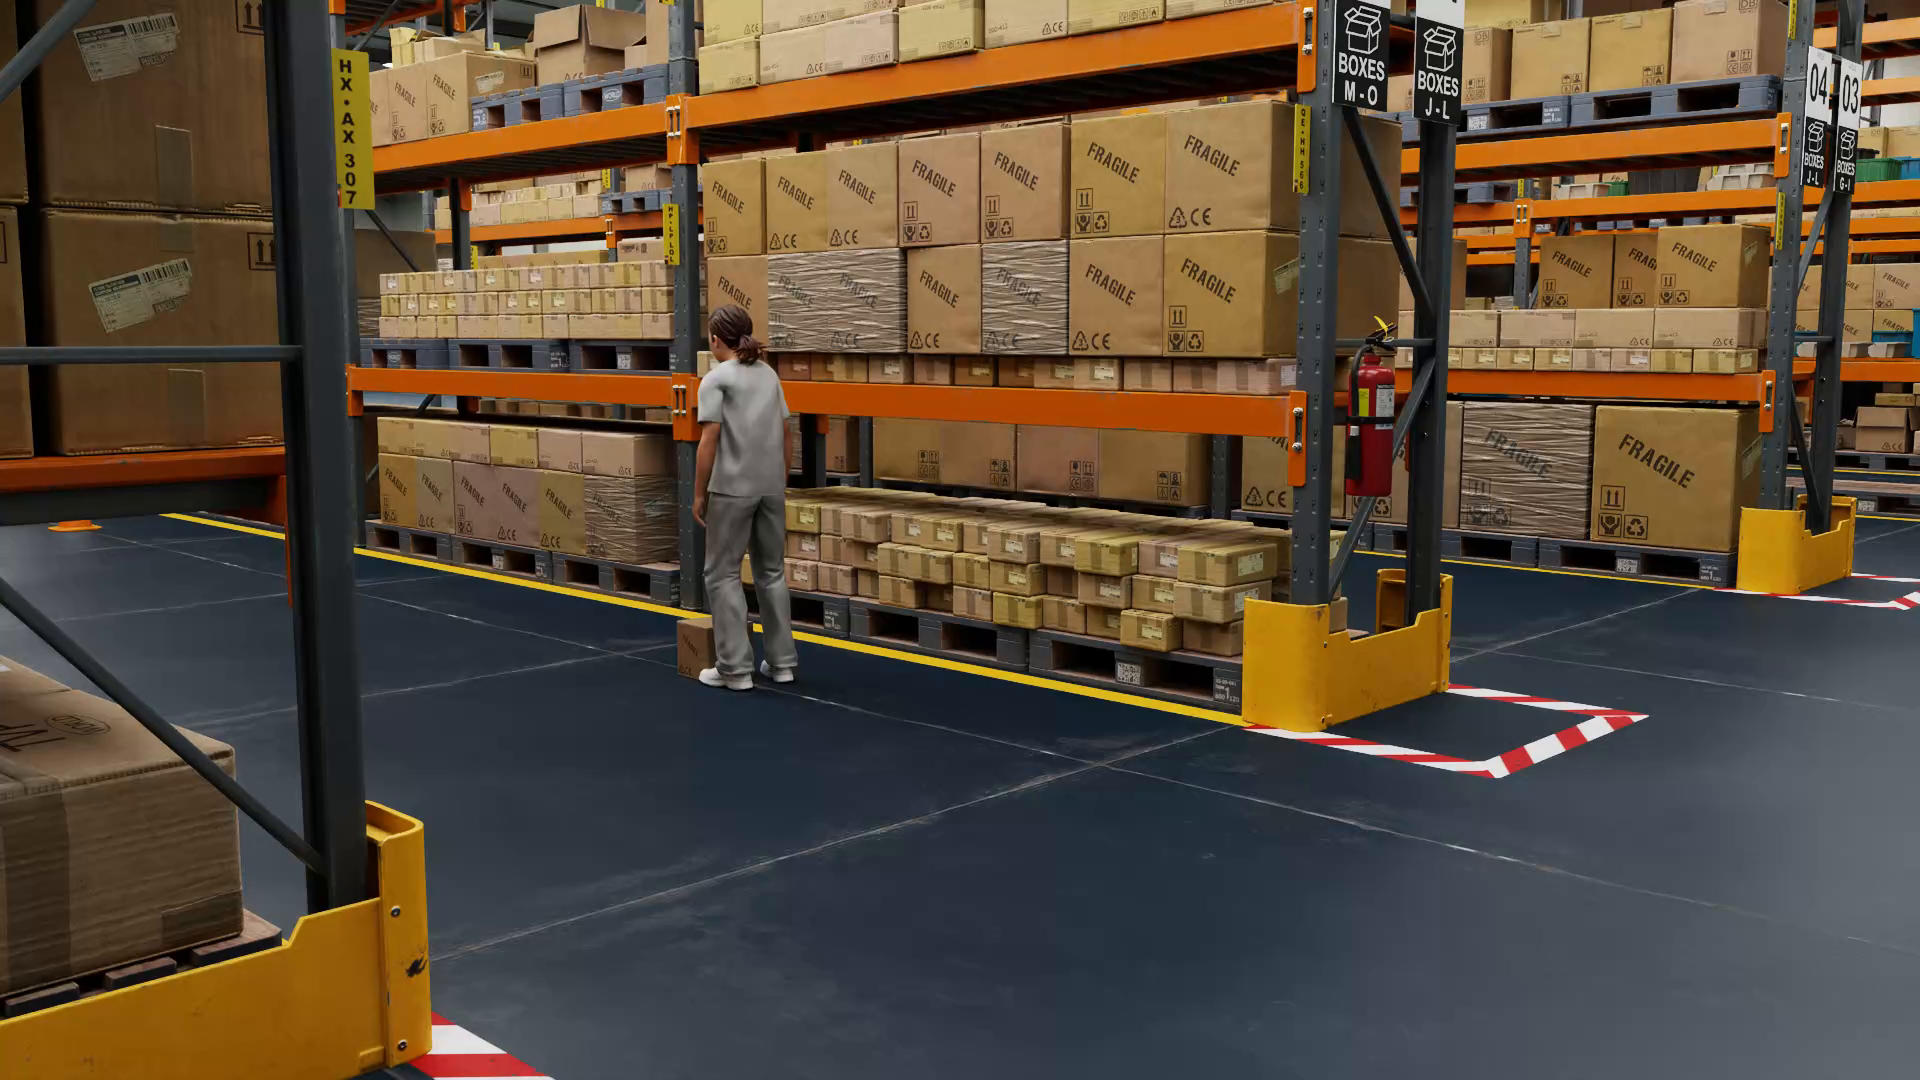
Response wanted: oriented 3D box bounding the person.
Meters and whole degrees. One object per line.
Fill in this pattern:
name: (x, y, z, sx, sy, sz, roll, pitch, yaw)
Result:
person: (-0.946, -0.190, 7.290, 0.501, 1.672, 0.350, -6, 9, -41)
